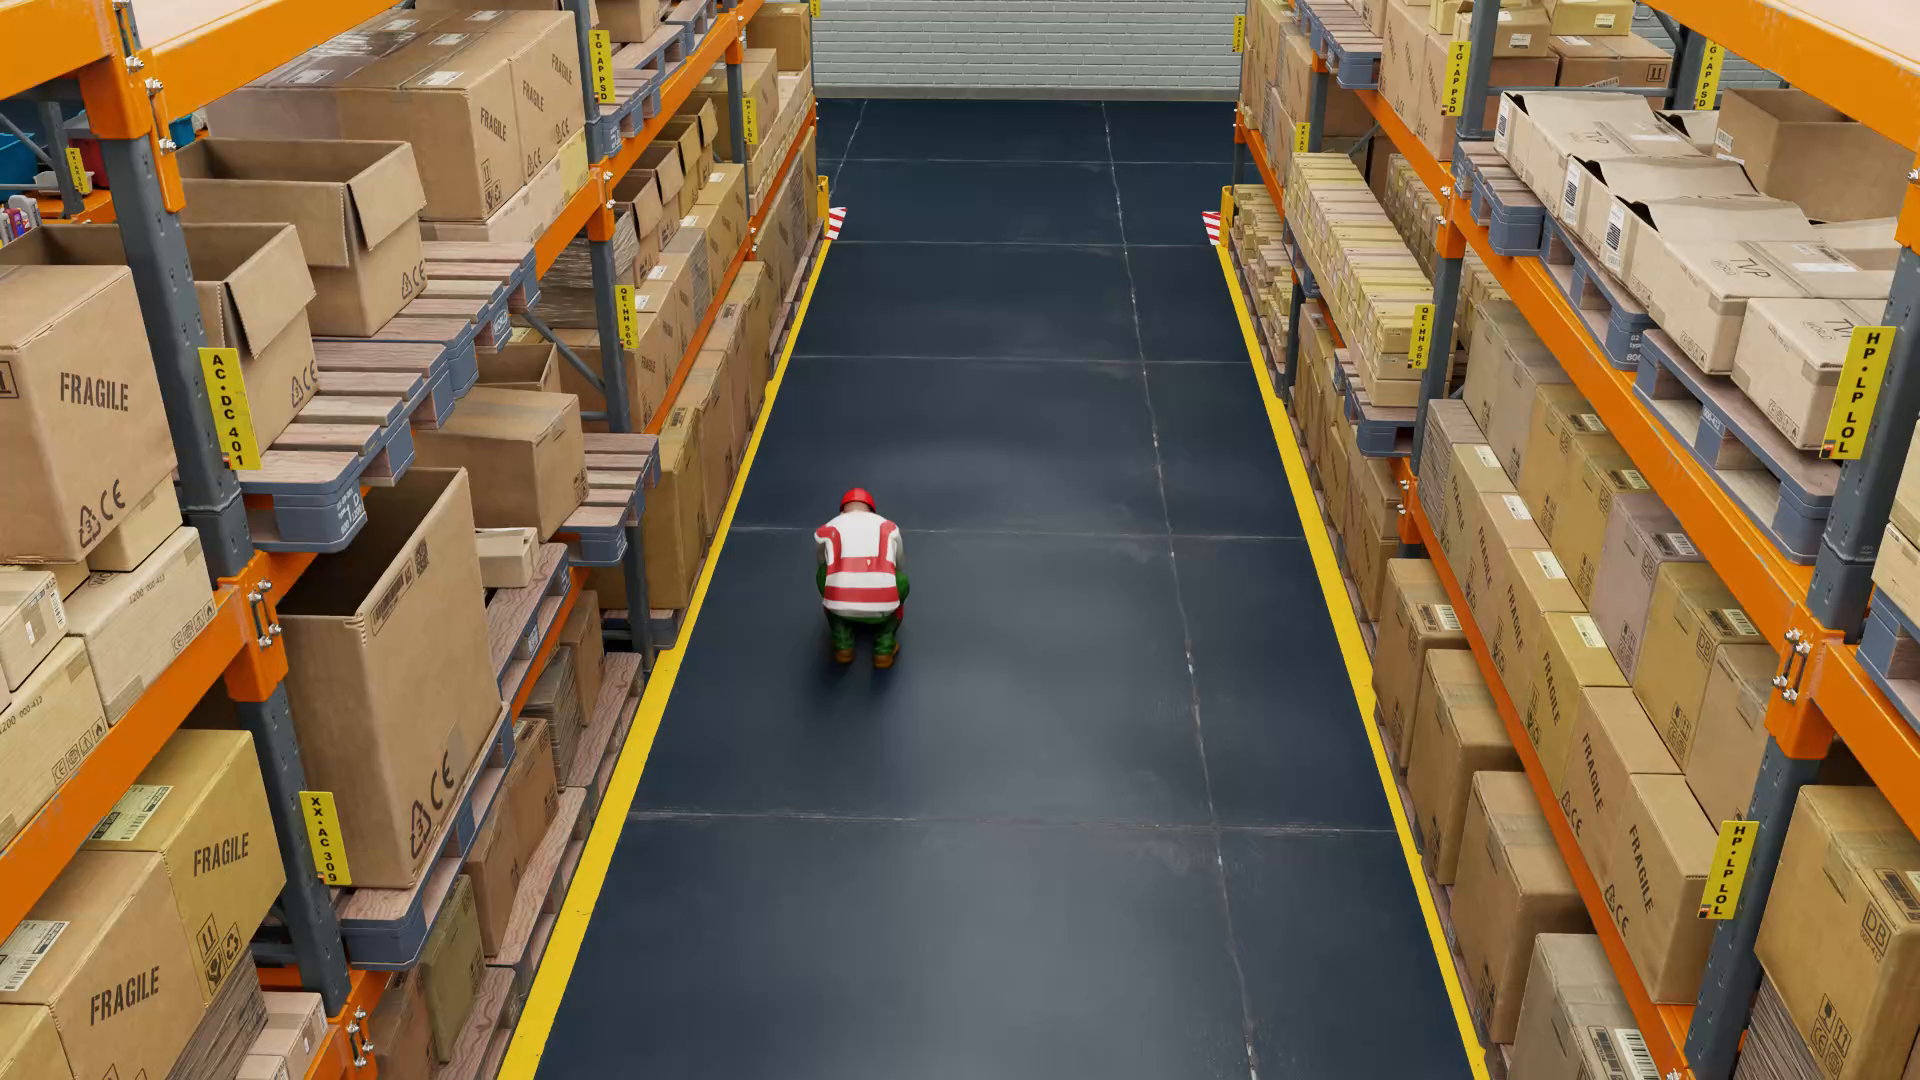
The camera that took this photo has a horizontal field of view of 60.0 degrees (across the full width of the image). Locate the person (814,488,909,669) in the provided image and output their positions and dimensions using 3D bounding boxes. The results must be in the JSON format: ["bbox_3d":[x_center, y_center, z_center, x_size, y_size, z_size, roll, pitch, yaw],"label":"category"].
[{"bbox_3d":[-0.547,0.256,9.274,0.531,0.841,0.939,0,28,1],"label":"person"}]
